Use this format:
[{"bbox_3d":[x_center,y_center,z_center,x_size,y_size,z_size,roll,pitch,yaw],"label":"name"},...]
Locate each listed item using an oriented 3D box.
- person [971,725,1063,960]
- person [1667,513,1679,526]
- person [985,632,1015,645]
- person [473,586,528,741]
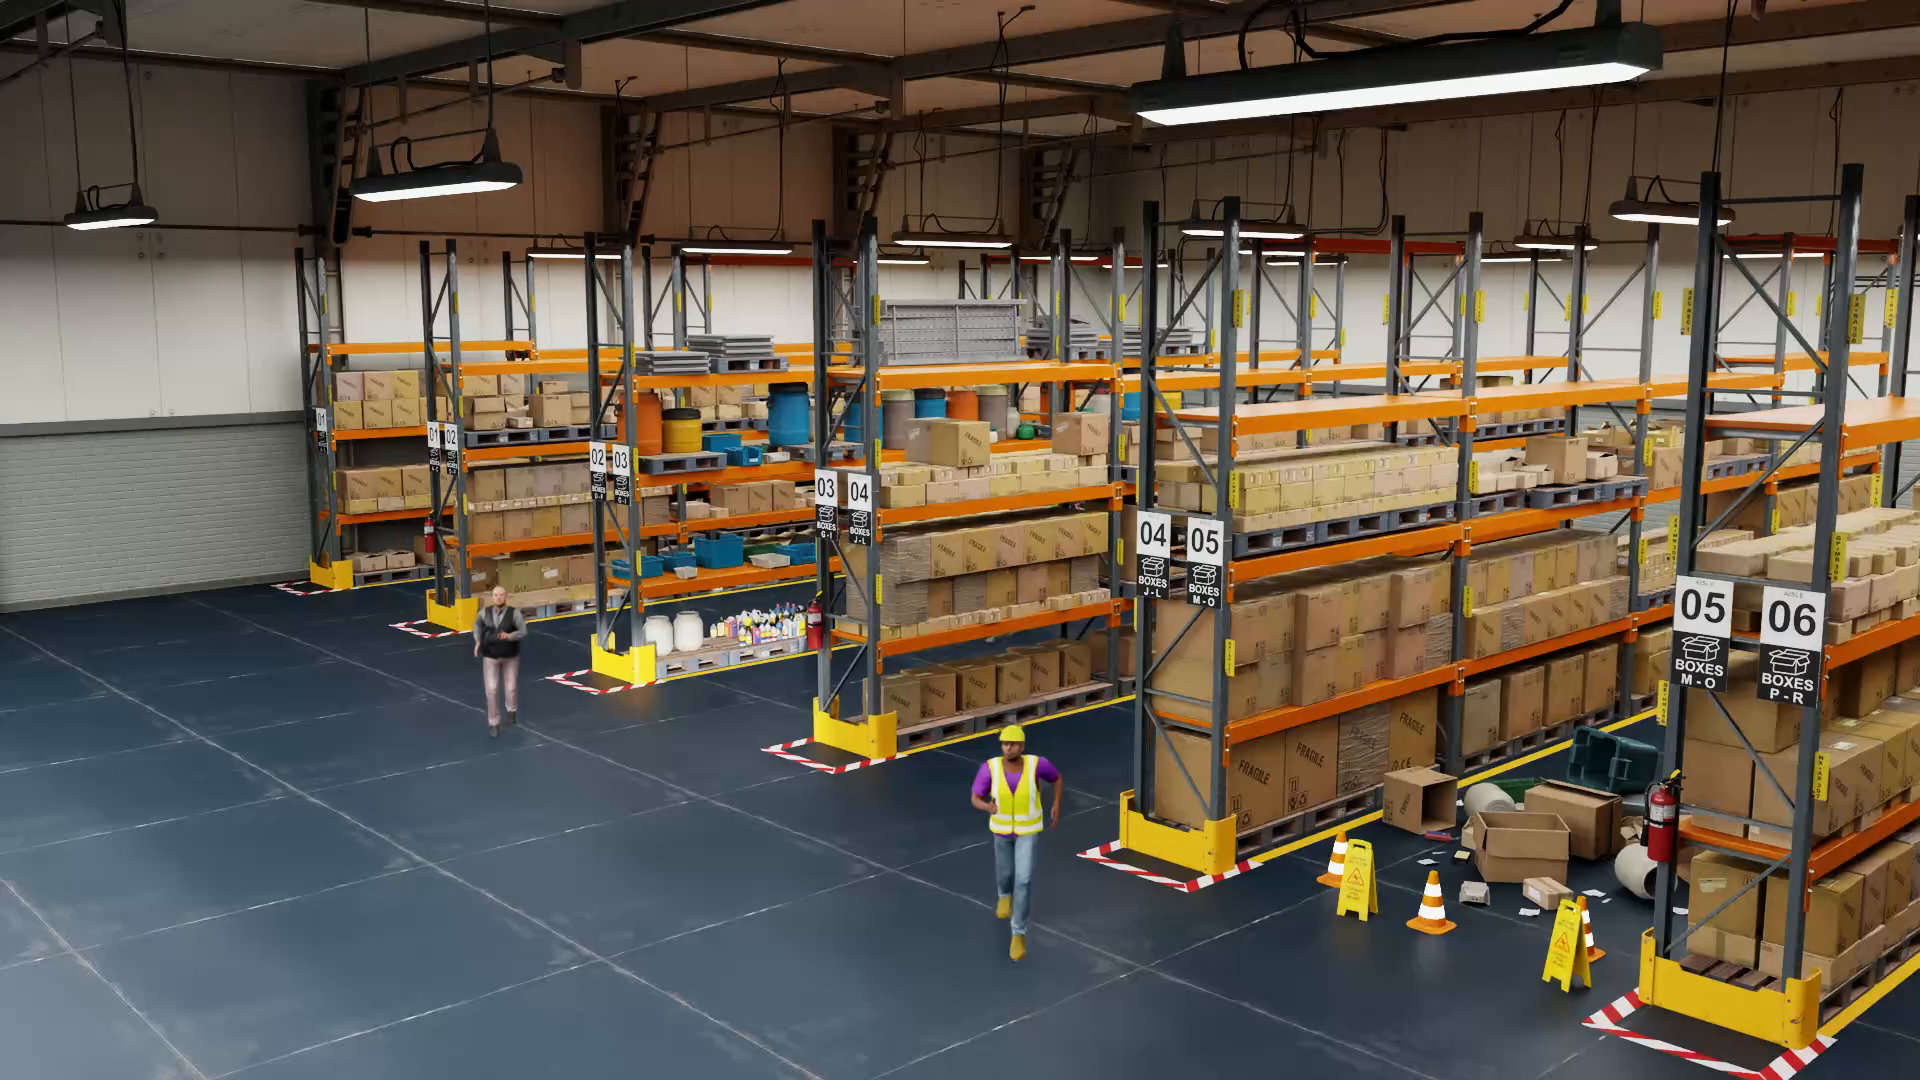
[{"bbox_3d":[0.455,2.348,13.372,0.710,1.808,0.938,1,9,10],"label":"person"},{"bbox_3d":[11.202,0.471,26.203,0.642,1.819,0.688,-7,11,-38],"label":"person"},{"bbox_3d":[0.578,0.536,23.504,0.656,1.819,0.912,6,10,34],"label":"person"},{"bbox_3d":[-5.443,1.420,19.726,0.636,1.758,0.823,-2,9,-12],"label":"person"}]
